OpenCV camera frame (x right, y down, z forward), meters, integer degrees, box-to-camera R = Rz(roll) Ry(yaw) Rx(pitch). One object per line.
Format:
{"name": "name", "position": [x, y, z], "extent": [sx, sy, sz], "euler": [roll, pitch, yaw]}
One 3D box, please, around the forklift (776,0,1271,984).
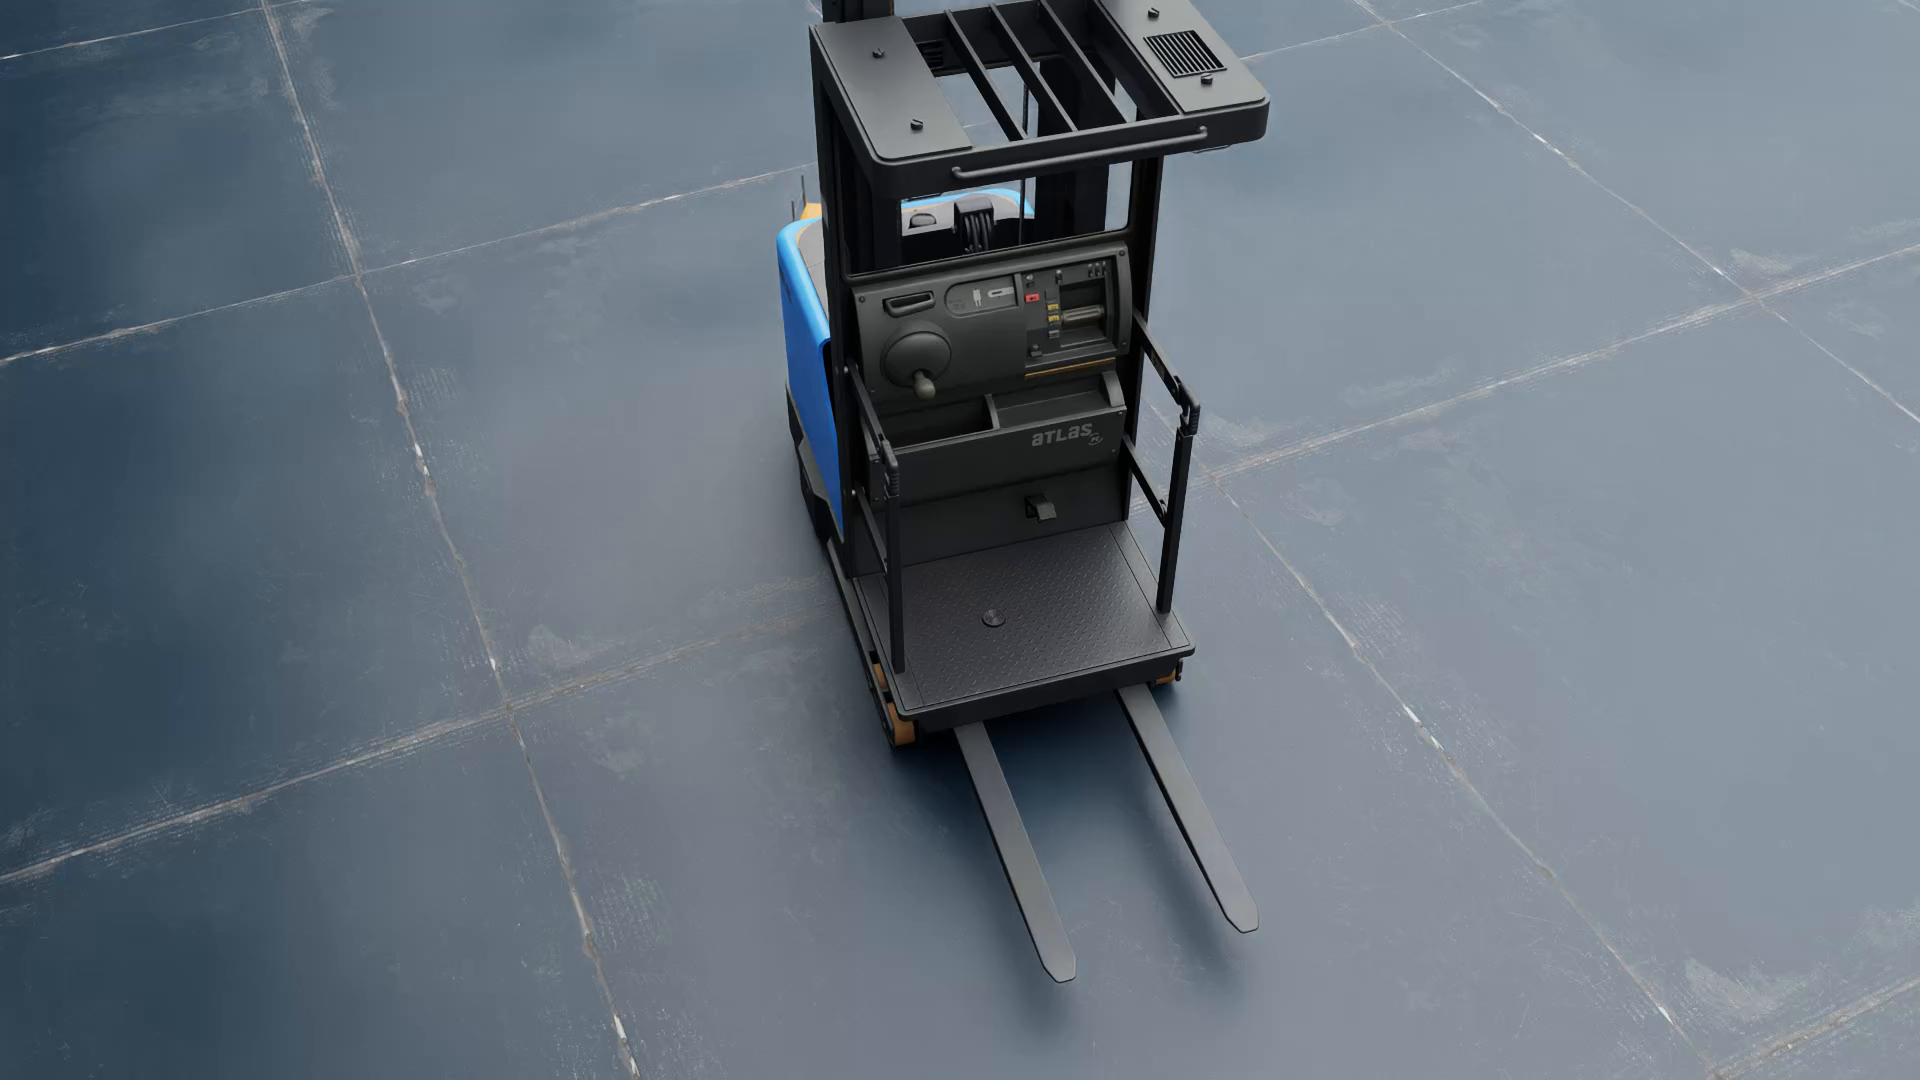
{"name": "forklift", "position": [0.181, -0.620, 5.292], "extent": [1.130, 2.935, 3.031], "euler": [-12, 46, -12]}

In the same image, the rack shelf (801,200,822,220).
{"name": "rack shelf", "position": [-0.533, -1.231, 6.861], "extent": [0.240, 0.259, 0.215], "euler": [6, 45, 6]}

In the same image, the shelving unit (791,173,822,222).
{"name": "shelving unit", "position": [-0.533, -1.037, 7.053], "extent": [0.252, 1.050, 0.215], "euler": [6, 45, 6]}

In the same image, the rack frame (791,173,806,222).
{"name": "rack frame", "position": [-0.654, -1.049, 7.066], "extent": [0.008, 1.050, 0.200], "euler": [6, 45, 6]}
